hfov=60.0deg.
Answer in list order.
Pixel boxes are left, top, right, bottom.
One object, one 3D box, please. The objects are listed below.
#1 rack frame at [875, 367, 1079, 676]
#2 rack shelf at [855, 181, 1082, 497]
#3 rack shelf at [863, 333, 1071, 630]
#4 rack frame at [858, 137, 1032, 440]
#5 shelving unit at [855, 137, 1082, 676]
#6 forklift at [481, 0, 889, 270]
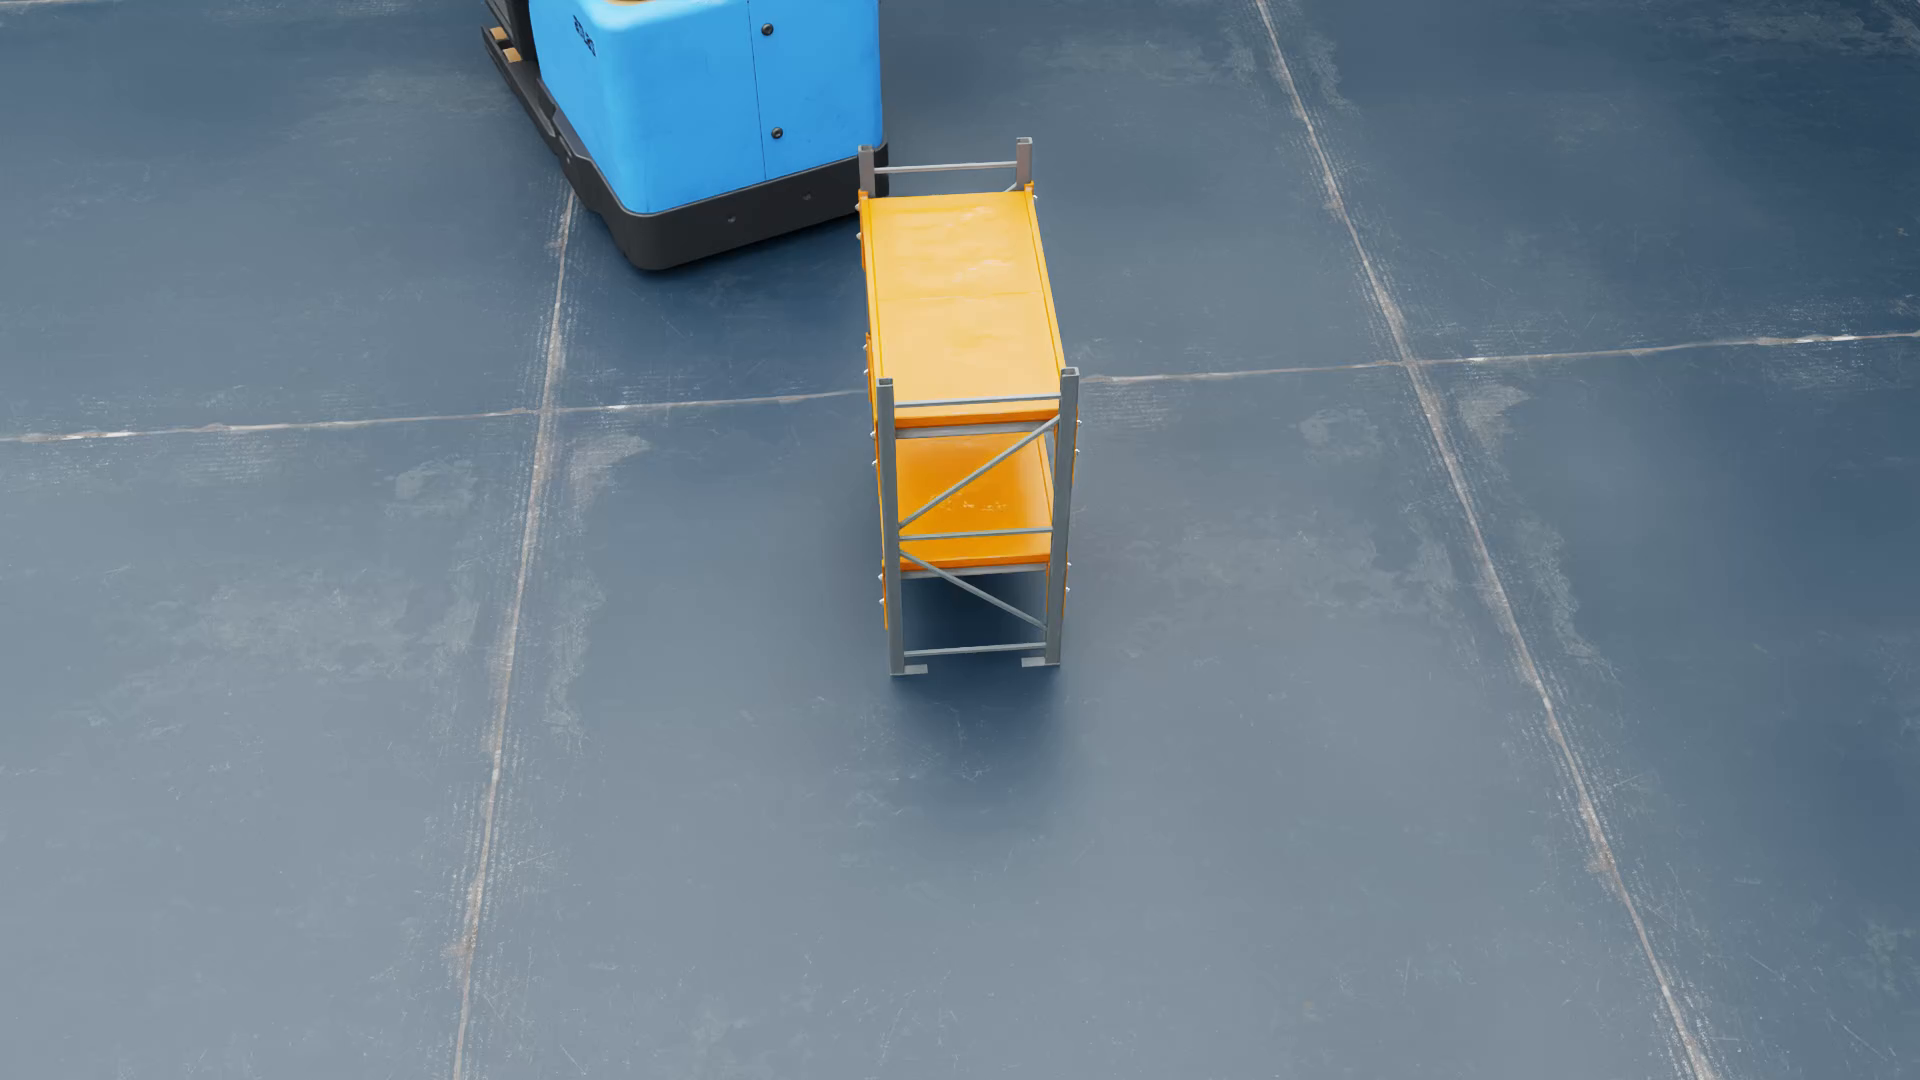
[{"bbox_3d":[0.043,-0.014,4.489,0.500,1.125,0.032,-3,47,-3],"label":"rack frame"},{"bbox_3d":[0.001,-0.583,4.624,0.538,0.278,1.000,-3,47,-3],"label":"rack shelf"},{"bbox_3d":[0.001,-0.214,5.014,0.538,0.278,1.000,-3,47,-3],"label":"rack shelf"},{"bbox_3d":[-0.042,-0.750,5.185,0.500,1.125,0.032,-3,47,-3],"label":"rack frame"},{"bbox_3d":[0.001,-0.382,4.837,0.538,1.125,1.048,-3,47,-3],"label":"shelving unit"},{"bbox_3d":[-1.397,-3.069,6.138,1.130,2.935,3.031,-21,50,-18],"label":"forklift"}]
